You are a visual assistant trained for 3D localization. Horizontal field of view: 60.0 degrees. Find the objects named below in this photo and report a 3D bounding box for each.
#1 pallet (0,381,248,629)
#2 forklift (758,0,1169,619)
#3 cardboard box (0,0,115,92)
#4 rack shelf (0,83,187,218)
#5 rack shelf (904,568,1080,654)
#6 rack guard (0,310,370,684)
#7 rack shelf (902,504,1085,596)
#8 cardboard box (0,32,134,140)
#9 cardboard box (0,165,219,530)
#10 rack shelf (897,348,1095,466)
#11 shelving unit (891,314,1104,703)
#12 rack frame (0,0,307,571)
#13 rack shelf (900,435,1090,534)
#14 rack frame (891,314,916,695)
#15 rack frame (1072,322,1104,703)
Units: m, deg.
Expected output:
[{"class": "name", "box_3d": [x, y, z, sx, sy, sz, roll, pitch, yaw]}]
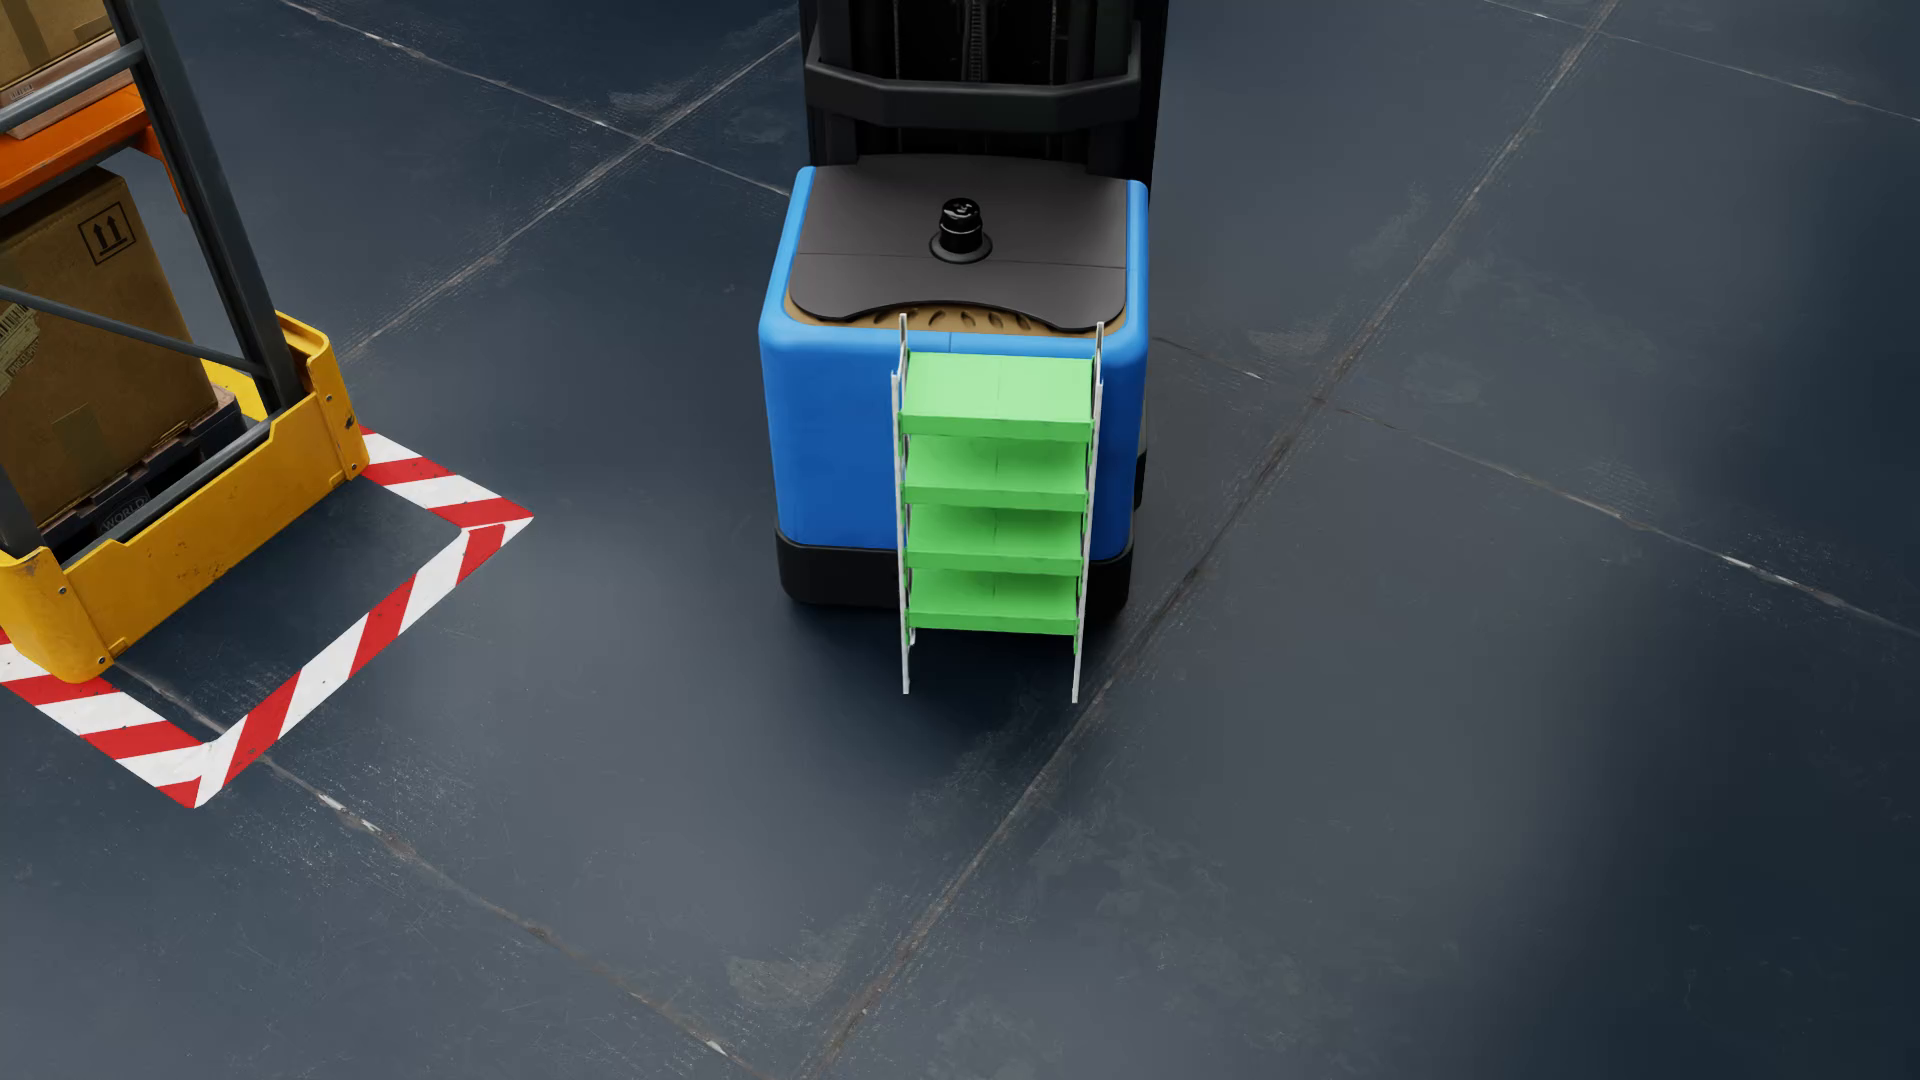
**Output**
[{"class": "pallet", "box_3d": [-3.123, -0.327, 5.421, 1.213, 0.211, 1.003, 25, 51, 22]}, {"class": "forklift", "box_3d": [0.087, -1.842, 4.996, 1.130, 2.935, 3.031, 3, 46, 3]}, {"class": "cardboard box", "box_3d": [-2.666, -1.437, 4.452, 0.500, 0.250, 0.500, 23, 50, 21]}, {"class": "rack shelf", "box_3d": [-4.091, -1.560, 5.176, 4.000, 0.370, 1.077, 25, 51, 22]}, {"class": "rack shelf", "box_3d": [0.095, 0.167, 4.675, 0.480, 0.148, 0.258, 3, 46, 3]}, {"class": "rack guard", "box_3d": [-2.387, -0.156, 5.053, 0.348, 0.500, 1.175, 25, 51, 22]}, {"class": "rack shelf", "box_3d": [0.095, 0.000, 4.503, 0.480, 0.148, 0.258, 3, 46, 3]}, {"class": "cardboard box", "box_3d": [-2.528, -1.286, 4.583, 0.250, 0.149, 0.380, 25, 51, 23]}, {"class": "cardboard box", "box_3d": [-2.989, -0.642, 4.971, 0.875, 0.875, 0.875, 25, 51, 22]}, {"class": "rack shelf", "box_3d": [0.095, -0.335, 4.159, 0.480, 0.148, 0.258, 3, 46, 3]}, {"class": "shelving unit", "box_3d": [0.095, -0.045, 4.457, 0.503, 1.200, 0.258, 3, 46, 3]}, {"class": "rack frame", "box_3d": [-2.407, -1.037, 4.166, 0.127, 3.000, 1.000, 25, 51, 22]}, {"class": "rack shelf", "box_3d": [0.095, -0.168, 4.331, 0.480, 0.148, 0.258, 3, 46, 3]}, {"class": "rack frame", "box_3d": [-0.149, -0.057, 4.468, 0.015, 1.200, 0.240, 3, 46, 3]}, {"class": "rack frame", "box_3d": [0.338, -0.033, 4.446, 0.015, 1.200, 0.240, 3, 46, 3]}]
